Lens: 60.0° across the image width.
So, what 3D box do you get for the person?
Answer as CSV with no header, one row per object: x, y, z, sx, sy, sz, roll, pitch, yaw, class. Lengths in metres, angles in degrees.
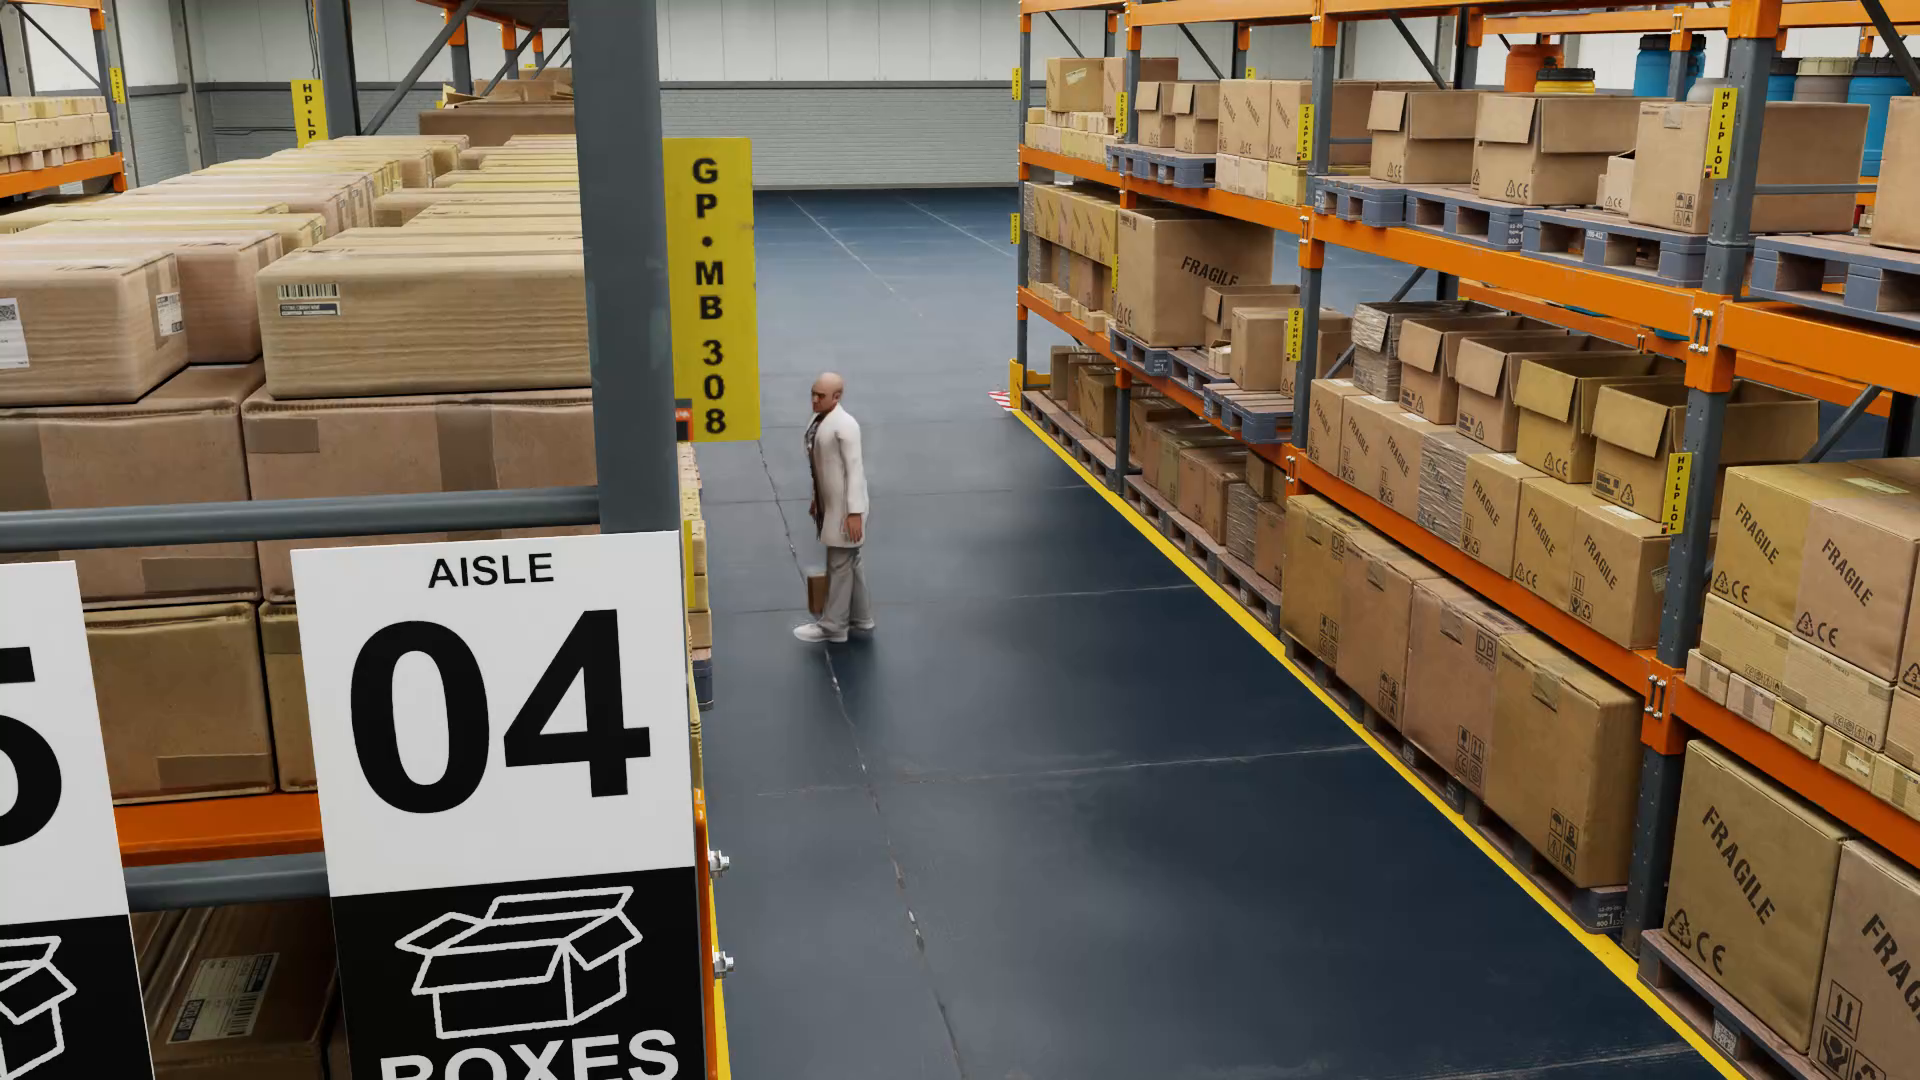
-0.817,-0.203,10.694,0.610,1.777,0.683,-8,18,-25,person
